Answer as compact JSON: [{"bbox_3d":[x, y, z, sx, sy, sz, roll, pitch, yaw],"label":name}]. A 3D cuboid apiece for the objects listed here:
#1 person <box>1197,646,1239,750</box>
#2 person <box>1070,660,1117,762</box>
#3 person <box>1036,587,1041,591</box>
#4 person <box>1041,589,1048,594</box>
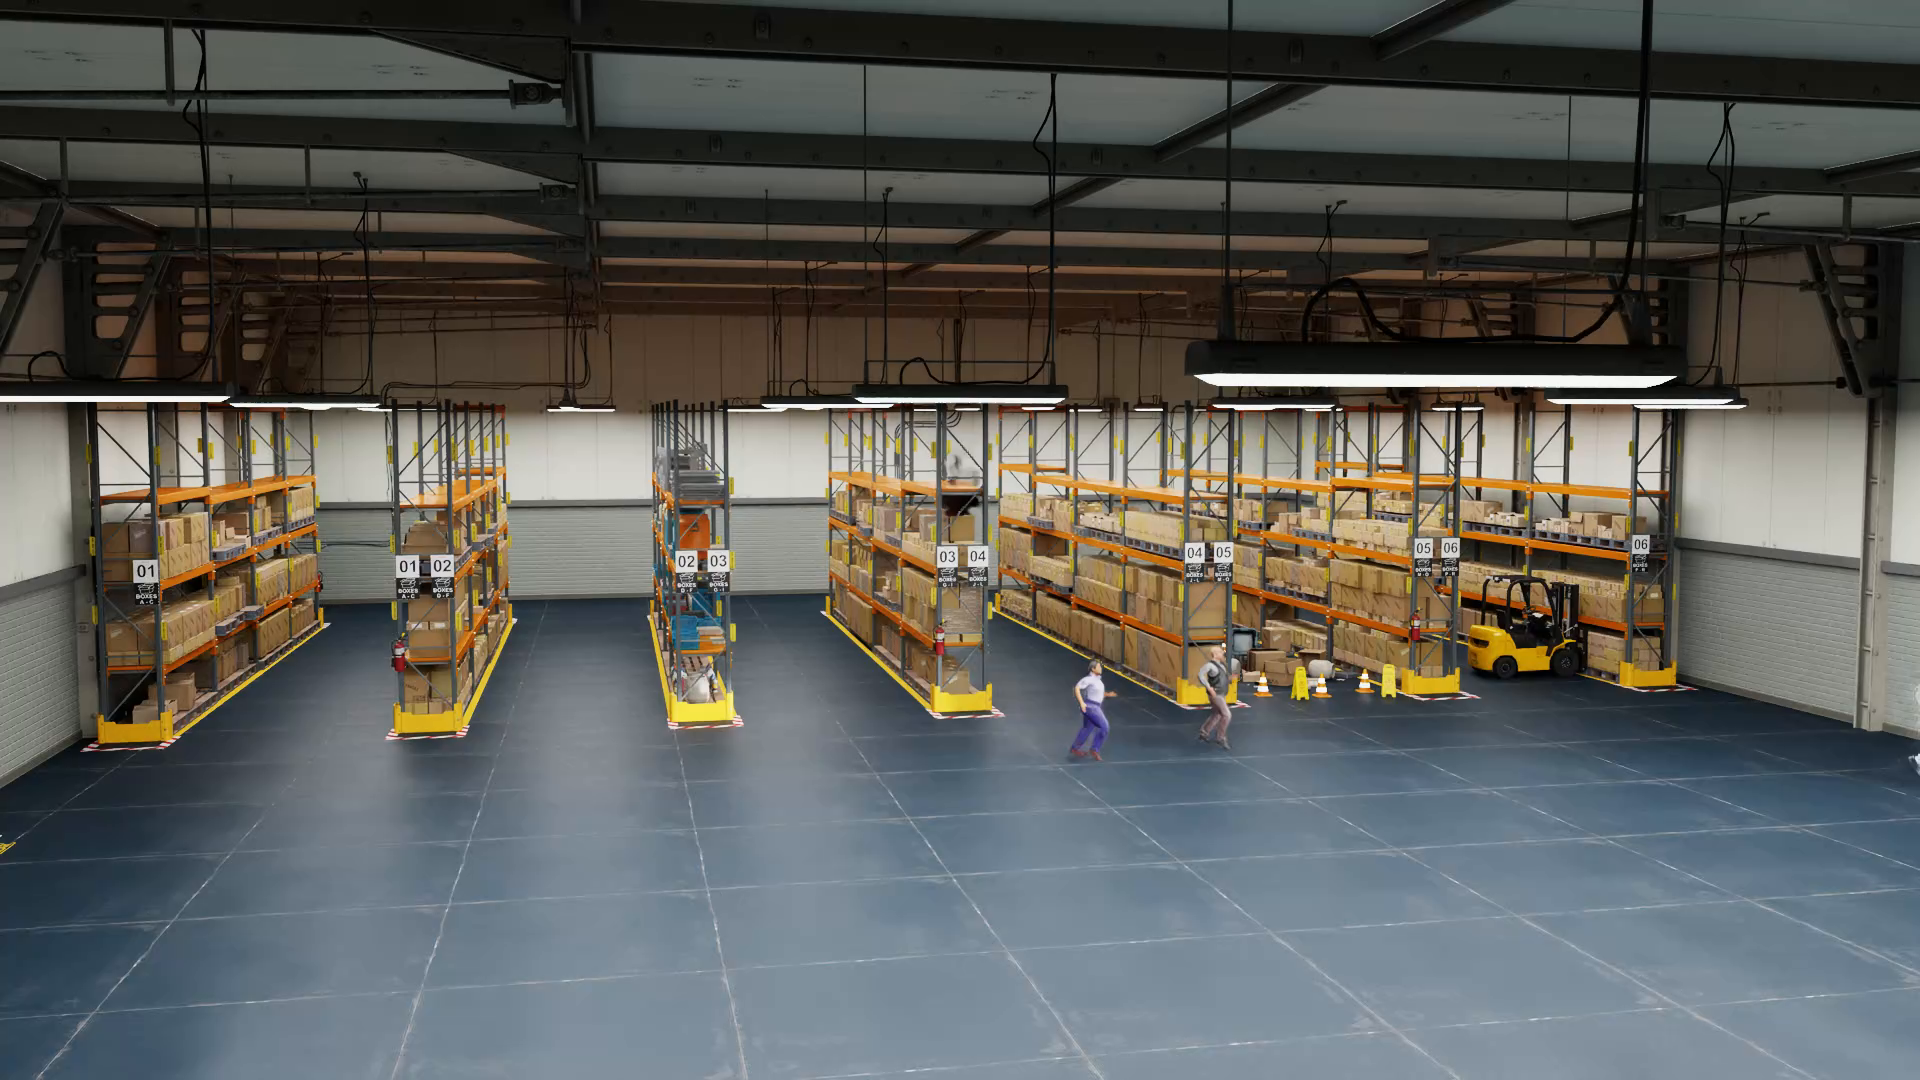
[{"bbox_3d":[4.423,2.716,28.584,0.723,1.778,0.639,2,5,26],"label":"person"},{"bbox_3d":[2.214,2.842,27.559,0.772,1.675,0.570,1,4,14],"label":"person"},{"bbox_3d":[2.446,1.068,50.143,0.585,1.739,0.673,-1,4,-8],"label":"person"},{"bbox_3d":[2.665,1.181,49.488,0.630,1.664,0.673,-4,6,-39],"label":"person"}]
